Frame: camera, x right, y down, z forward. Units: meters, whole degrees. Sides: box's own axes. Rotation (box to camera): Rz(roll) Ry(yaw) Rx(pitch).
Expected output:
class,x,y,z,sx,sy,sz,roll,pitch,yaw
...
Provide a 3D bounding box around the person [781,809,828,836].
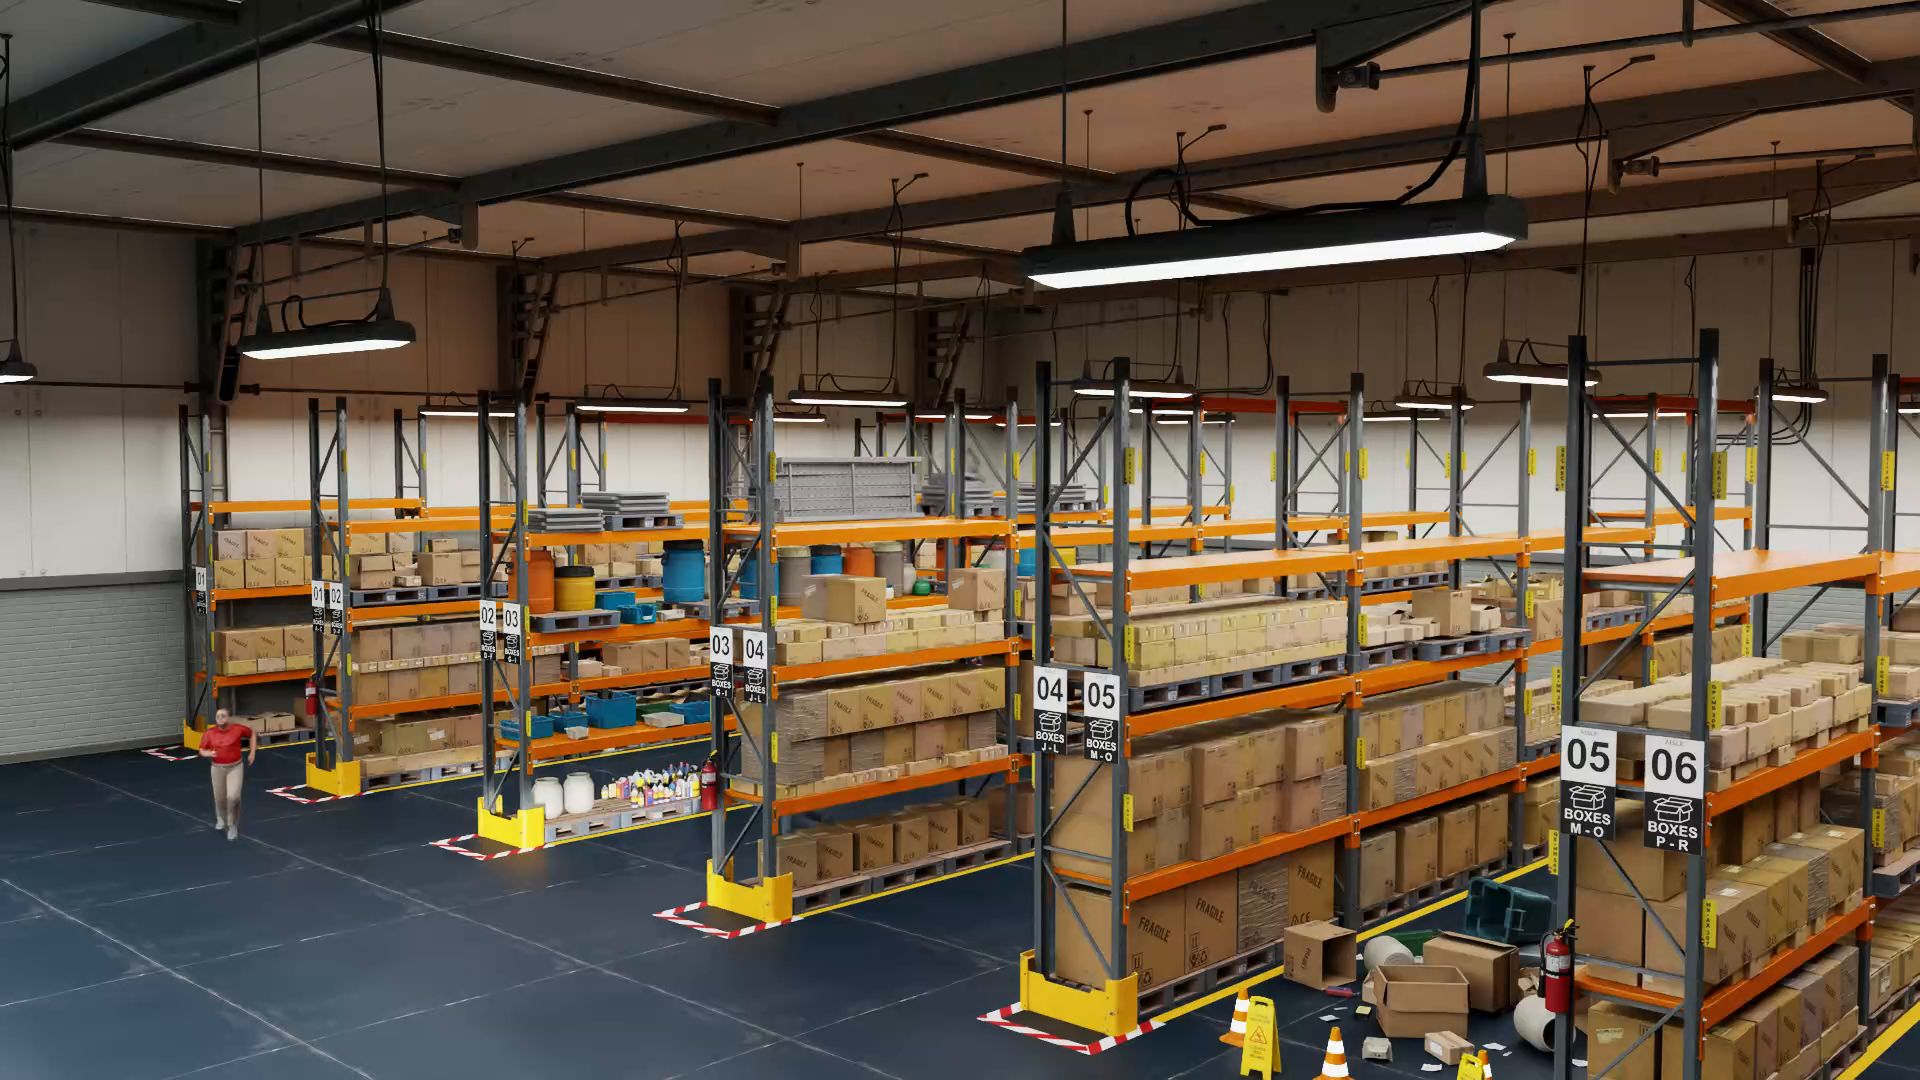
class,x,y,z,sx,sy,sz,roll,pitch,yaw
person,-2.115,3.139,21.823,0.714,1.745,0.907,2,4,34

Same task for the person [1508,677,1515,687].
class,x,y,z,sx,sy,sz,roll,pitch,yaw
person,8.505,2.916,25.550,0.659,1.649,0.886,3,4,42

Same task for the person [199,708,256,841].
class,x,y,z,sx,sy,sz,roll,pitch,yaw
person,-9.848,3.138,22.364,0.673,1.773,0.911,-1,3,-14
